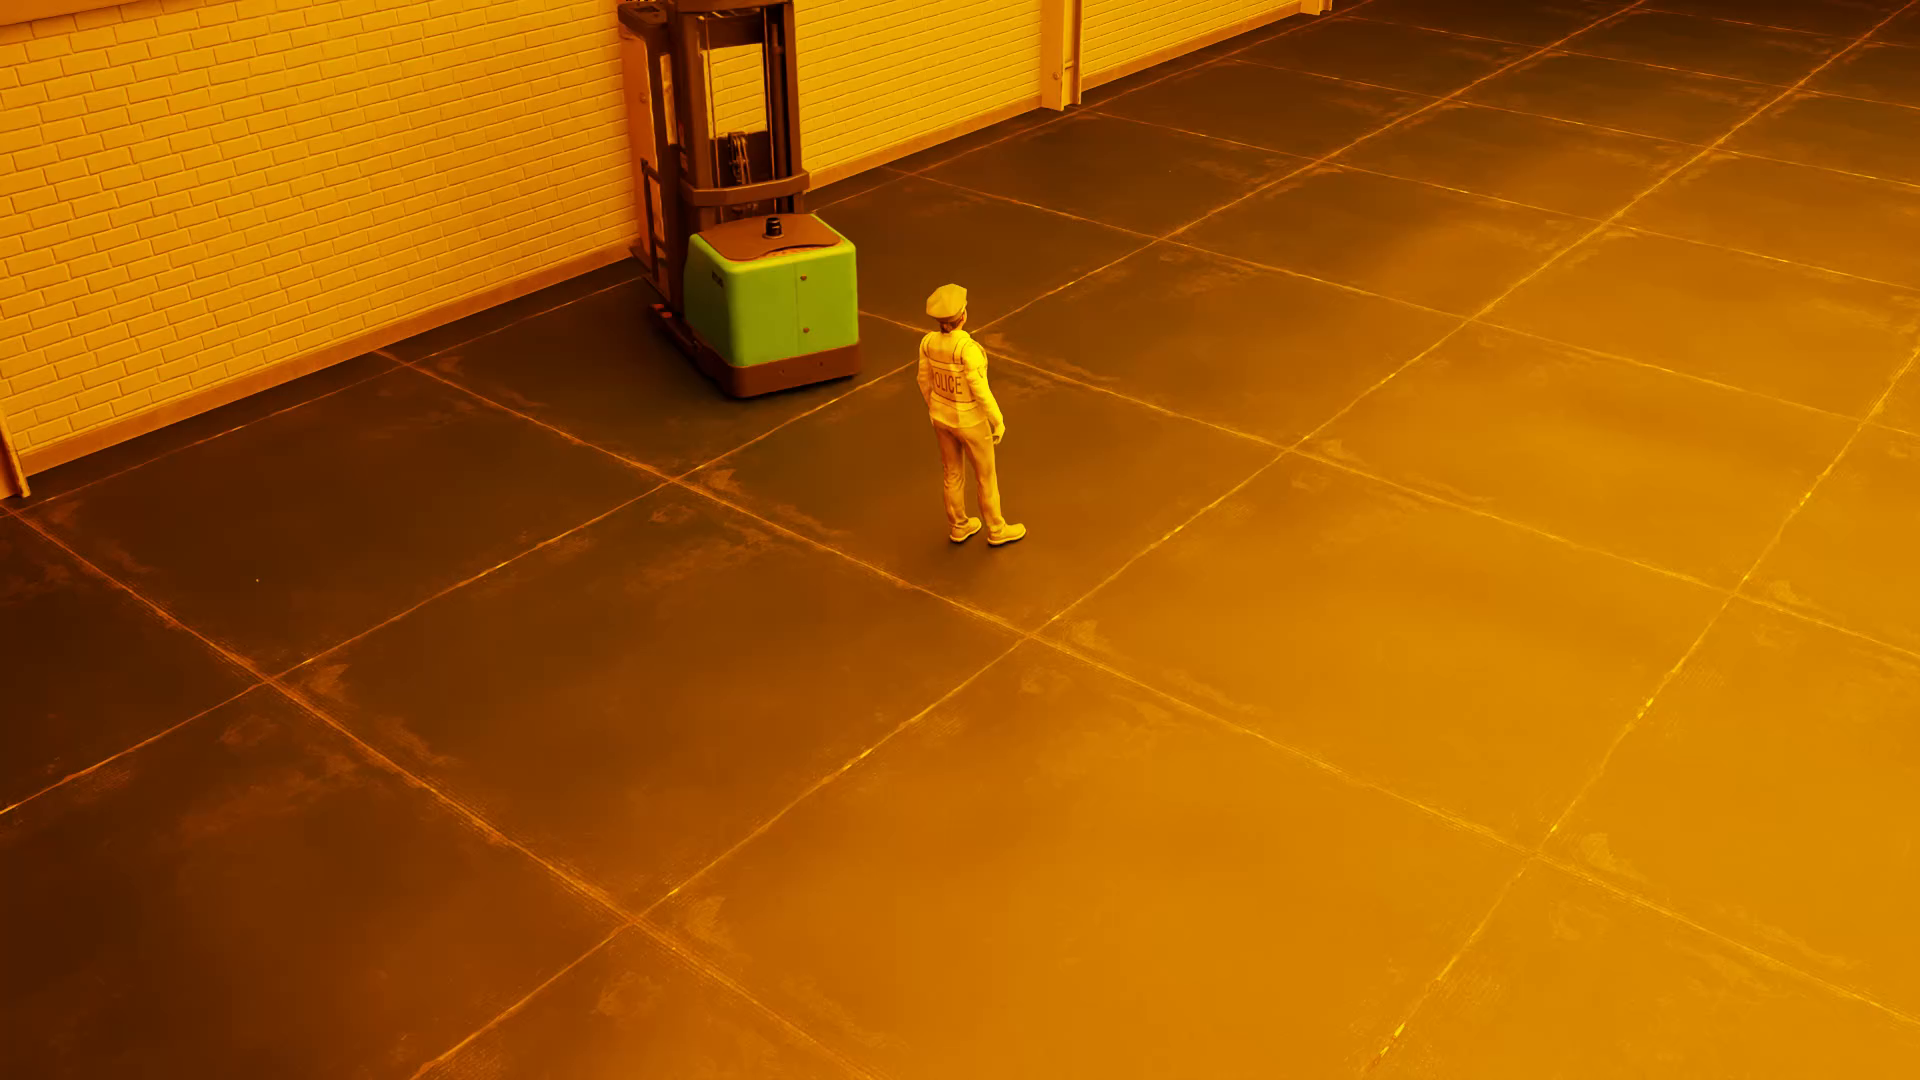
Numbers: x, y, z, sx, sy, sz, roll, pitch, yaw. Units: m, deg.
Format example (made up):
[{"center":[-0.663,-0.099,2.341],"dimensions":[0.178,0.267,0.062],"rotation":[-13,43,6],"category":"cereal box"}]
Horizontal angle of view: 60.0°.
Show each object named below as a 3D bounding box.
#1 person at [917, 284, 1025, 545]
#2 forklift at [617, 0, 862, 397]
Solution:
[{"center":[0.047,-0.762,10.110],"dimensions":[0.588,1.696,0.533],"rotation":[22,37,33],"category":"person"},{"center":[-1.873,-3.023,12.769],"dimensions":[1.130,2.935,3.031],"rotation":[-15,33,-24],"category":"forklift"}]
